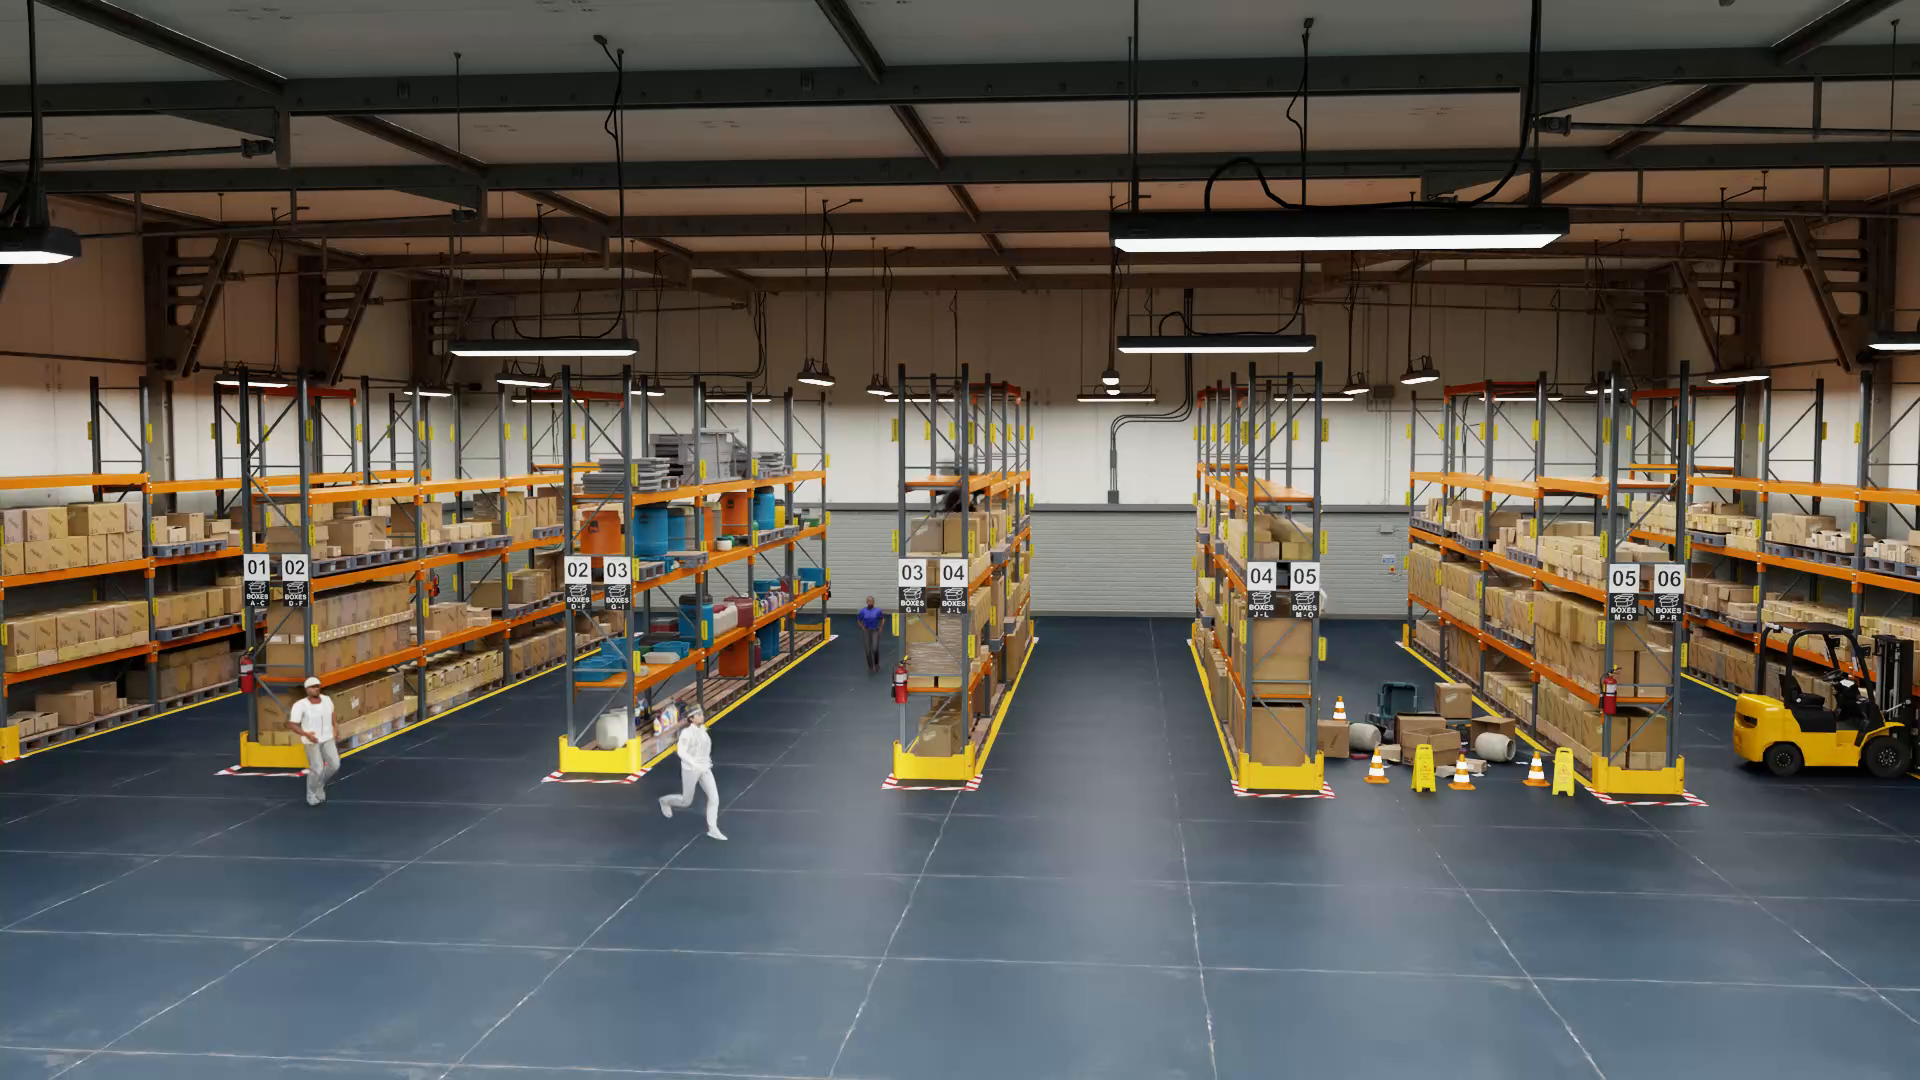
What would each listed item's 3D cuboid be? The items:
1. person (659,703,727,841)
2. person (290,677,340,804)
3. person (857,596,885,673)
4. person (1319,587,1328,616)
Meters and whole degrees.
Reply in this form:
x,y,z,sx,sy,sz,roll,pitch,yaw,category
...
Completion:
x,y,z,sx,sy,sz,roll,pitch,yaw,category
-3.313,2.865,20.667,0.993,1.691,0.596,2,4,33,person
-8.631,2.701,22.388,0.558,1.721,0.712,3,5,40,person
-1.859,1.977,34.558,0.571,1.606,0.576,0,4,1,person
7.830,1.690,37.267,0.691,1.789,1.045,0,4,-7,person
